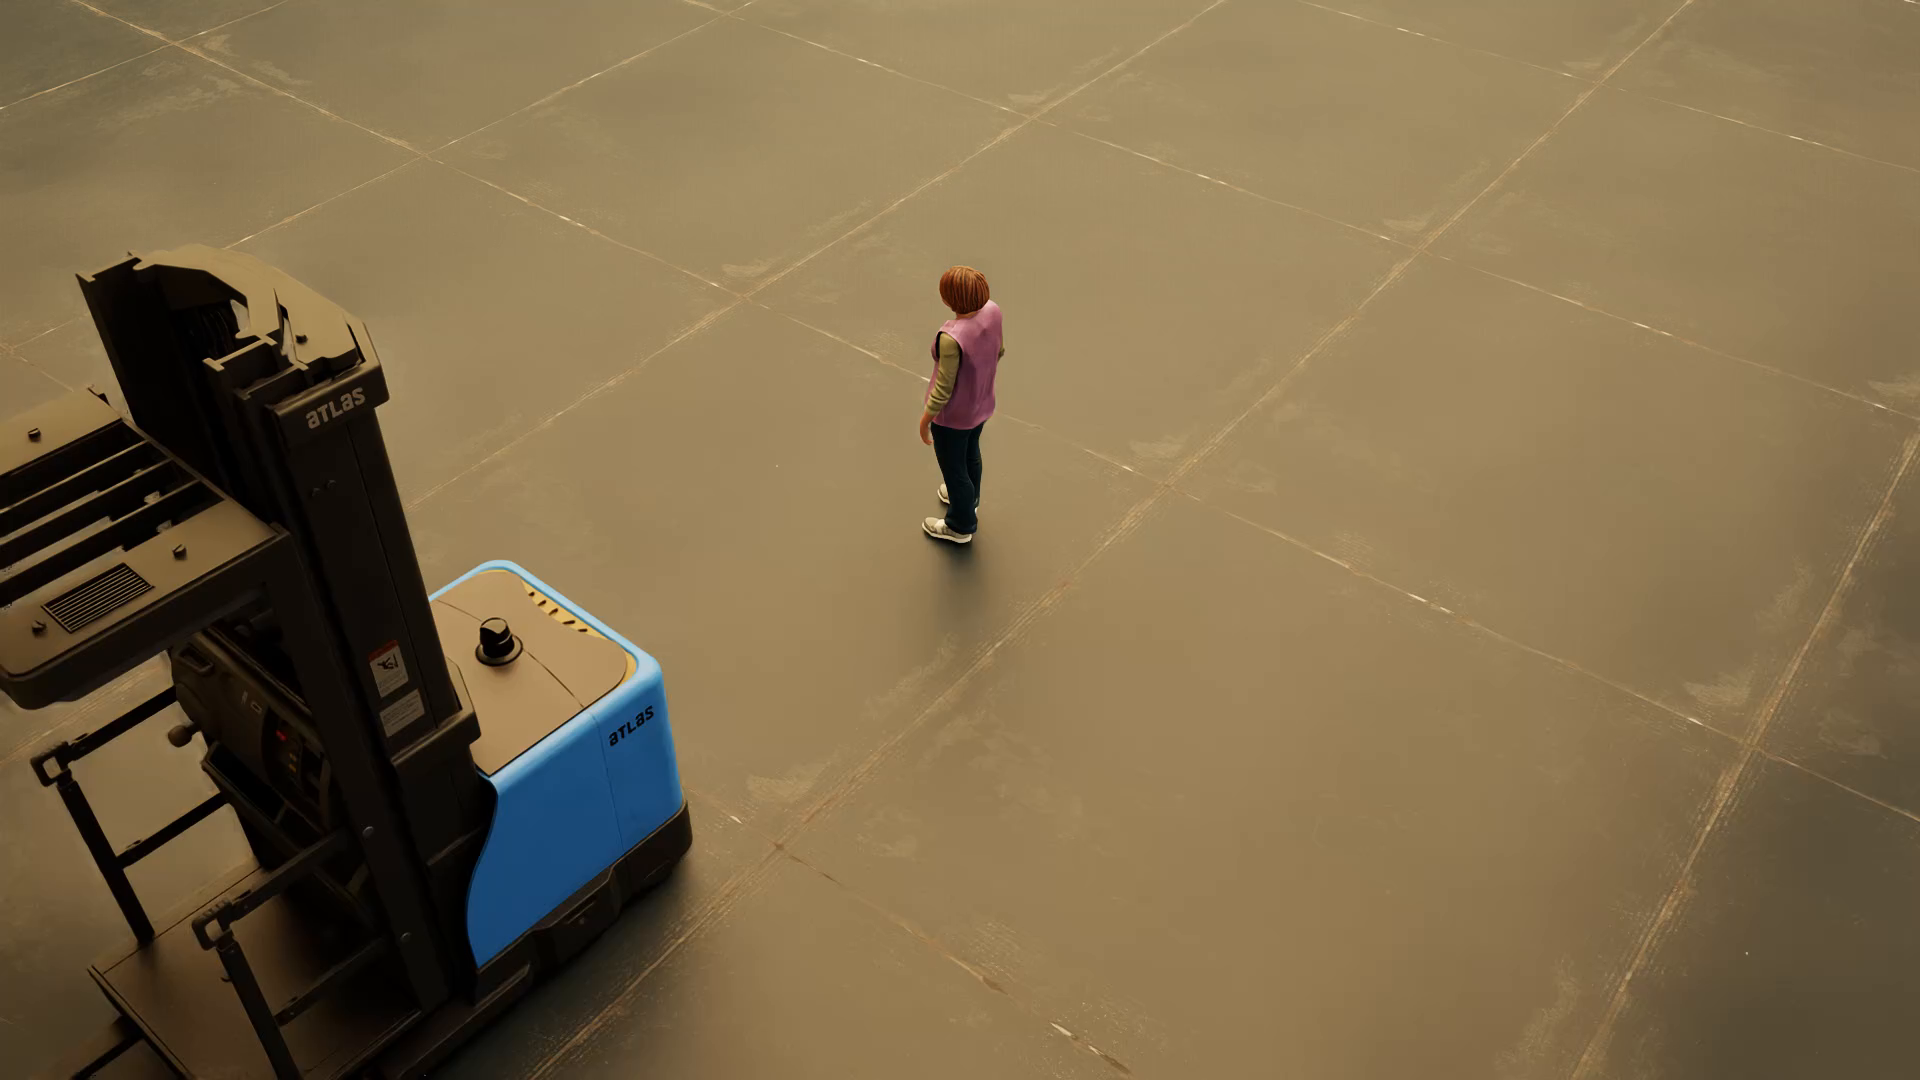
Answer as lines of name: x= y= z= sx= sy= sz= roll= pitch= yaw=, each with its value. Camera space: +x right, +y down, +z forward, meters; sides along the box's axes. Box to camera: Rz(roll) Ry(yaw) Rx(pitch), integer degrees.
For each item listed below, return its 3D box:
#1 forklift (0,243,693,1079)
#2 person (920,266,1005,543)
forklift: x=-2.431 y=0.683 z=5.273 sx=1.130 sy=2.935 sz=3.031 roll=29 pitch=48 yaw=30
person: x=-0.051 y=-0.649 z=7.854 sx=0.473 sy=1.599 sz=0.521 roll=26 pitch=47 yaw=28
